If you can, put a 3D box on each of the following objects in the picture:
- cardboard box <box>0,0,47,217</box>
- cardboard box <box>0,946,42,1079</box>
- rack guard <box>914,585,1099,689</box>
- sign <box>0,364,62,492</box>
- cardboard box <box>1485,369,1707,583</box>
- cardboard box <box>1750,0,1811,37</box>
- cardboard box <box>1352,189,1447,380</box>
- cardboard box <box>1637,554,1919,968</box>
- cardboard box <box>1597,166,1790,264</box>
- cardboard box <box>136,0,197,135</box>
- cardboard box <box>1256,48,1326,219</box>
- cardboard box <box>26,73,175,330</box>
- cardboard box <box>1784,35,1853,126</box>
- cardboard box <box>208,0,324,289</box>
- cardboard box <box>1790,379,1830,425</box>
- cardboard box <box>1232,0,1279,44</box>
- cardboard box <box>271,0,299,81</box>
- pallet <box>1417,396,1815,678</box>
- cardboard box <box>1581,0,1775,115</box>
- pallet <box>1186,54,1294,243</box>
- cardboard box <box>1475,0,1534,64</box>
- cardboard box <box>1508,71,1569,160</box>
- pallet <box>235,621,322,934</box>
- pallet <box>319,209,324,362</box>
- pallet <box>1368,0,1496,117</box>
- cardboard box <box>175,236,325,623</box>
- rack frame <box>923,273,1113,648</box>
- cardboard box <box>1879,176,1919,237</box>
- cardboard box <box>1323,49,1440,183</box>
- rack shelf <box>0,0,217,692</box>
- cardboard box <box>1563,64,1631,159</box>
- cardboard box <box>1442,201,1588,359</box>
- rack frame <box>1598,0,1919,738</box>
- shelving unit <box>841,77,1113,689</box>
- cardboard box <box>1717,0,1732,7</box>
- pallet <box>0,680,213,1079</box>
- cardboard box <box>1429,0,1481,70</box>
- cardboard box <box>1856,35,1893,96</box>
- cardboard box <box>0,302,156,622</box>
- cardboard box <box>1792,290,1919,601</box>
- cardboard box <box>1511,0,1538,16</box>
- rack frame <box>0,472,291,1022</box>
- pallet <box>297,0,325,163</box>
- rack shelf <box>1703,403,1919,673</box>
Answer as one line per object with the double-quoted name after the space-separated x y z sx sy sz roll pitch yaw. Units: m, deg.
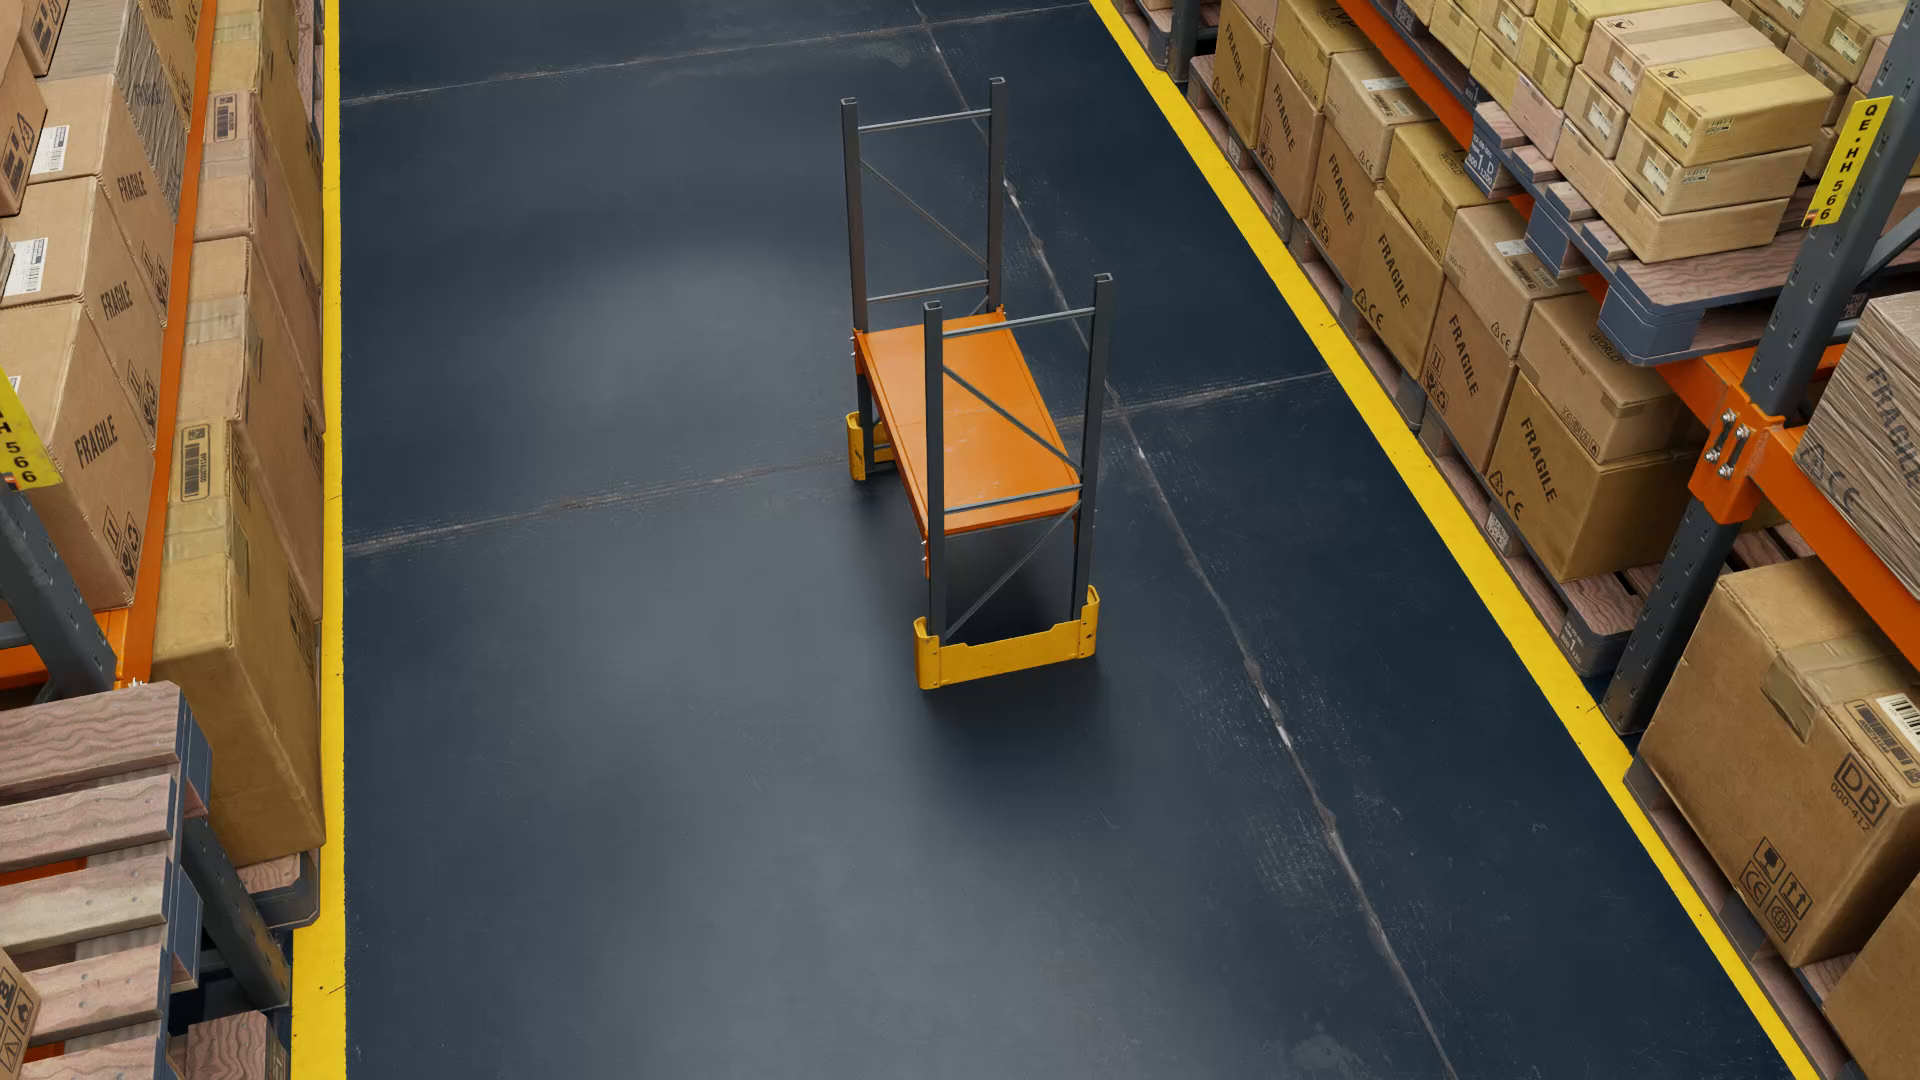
-2.650 -1.078 3.933 0.797 0.503 0.637 -10 46 -9 "cardboard box"
-1.897 0.817 2.485 0.700 0.500 0.500 -4 46 -4 "cardboard box"
0.147 0.309 5.272 0.587 0.250 0.087 -11 47 -10 "rack guard"
-1.792 -0.217 3.107 0.100 0.325 0.005 -11 47 -10 "sign"
2.085 -0.249 5.350 0.500 0.500 0.500 -11 47 -11 "cardboard box"
2.446 -1.547 4.631 0.380 0.149 0.250 -11 47 -11 "cardboard box"
1.805 -0.970 6.057 0.500 0.500 0.500 -13 47 -12 "cardboard box"
2.576 0.507 4.434 1.050 0.750 0.750 -11 47 -11 "cardboard box"
1.936 -0.886 4.400 0.380 0.149 0.250 -10 46 -10 "cardboard box"
-2.694 -1.555 5.103 0.500 0.500 0.500 -11 47 -11 "cardboard box"
1.552 -1.680 6.753 0.500 0.500 0.500 -9 46 -9 "cardboard box"
-2.444 -0.862 4.425 0.500 0.500 0.500 -11 47 -11 "cardboard box"
2.506 -1.291 4.588 0.380 0.149 0.250 -9 46 -8 "cardboard box"
-3.155 -1.460 6.274 1.225 0.875 0.875 -11 47 -10 "cardboard box"
2.564 -0.625 5.194 0.500 0.250 0.500 -13 47 -12 "cardboard box"
1.416 -2.308 6.843 0.500 0.250 0.500 -13 47 -12 "cardboard box"
-3.430 -2.368 7.165 0.875 0.875 0.875 -11 47 -10 "cardboard box"
2.308 -0.134 5.734 1.003 0.211 1.213 -11 47 -10 "pallet"
1.876 -1.266 4.356 0.380 0.149 0.250 -11 47 -11 "cardboard box"
1.683 -1.819 7.385 1.003 0.211 1.213 -11 47 -10 "pallet"
1.737 -1.529 4.822 0.380 0.149 0.250 -11 47 -10 "cardboard box"
1.808 -1.235 4.742 0.380 0.149 0.250 -10 46 -10 "cardboard box"
-2.443 0.685 4.931 1.003 0.211 1.213 -11 47 -10 "pallet"
-3.068 -1.000 6.582 1.003 0.211 1.213 -11 47 -10 "pallet"
1.960 -1.862 5.609 1.003 0.211 1.213 -11 47 -10 "pallet"
-2.691 -0.234 5.072 1.225 0.875 0.875 -11 47 -10 "cardboard box"
0.152 -0.115 4.813 0.500 1.500 0.032 -11 47 -10 "rack frame"
2.587 -0.975 4.487 0.380 0.149 0.250 -11 47 -11 "cardboard box"
1.681 -1.588 6.137 0.500 0.250 0.500 -9 46 -9 "cardboard box"
-2.826 -0.862 4.998 1.077 0.370 4.000 -11 47 -10 "rack shelf"
1.870 -1.175 4.475 0.380 0.149 0.250 -9 46 -9 "cardboard box"
1.938 -0.876 5.439 0.500 0.250 0.500 -10 46 -10 "cardboard box"
2.507 -0.570 4.209 1.000 3.000 0.127 -11 47 -10 "rack frame"
0.020 -0.472 5.163 0.587 1.500 1.083 -11 47 -10 "shelving unit"
2.369 -1.649 4.939 0.380 0.149 0.250 -11 47 -10 "cardboard box"
-2.029 0.806 2.994 1.213 0.211 1.003 -11 47 -10 "pallet"
1.677 -1.593 5.093 0.380 0.149 0.250 -13 47 -12 "cardboard box"
2.574 -1.195 4.286 0.380 0.149 0.250 -11 47 -10 "cardboard box"
-2.175 -0.154 3.730 0.500 0.500 0.500 -9 46 -9 "cardboard box"
2.361 -0.246 3.821 0.500 0.500 0.500 -10 46 -10 "cardboard box"
1.737 -1.630 4.713 0.380 0.149 0.250 -9 46 -9 "cardboard box"
-2.314 0.267 3.388 1.000 3.000 0.127 -11 47 -10 "rack frame"
-3.457 -2.058 7.619 1.003 0.211 1.213 -11 47 -10 "pallet"
3.019 1.062 3.112 1.077 0.370 4.000 -11 47 -10 "rack shelf"
